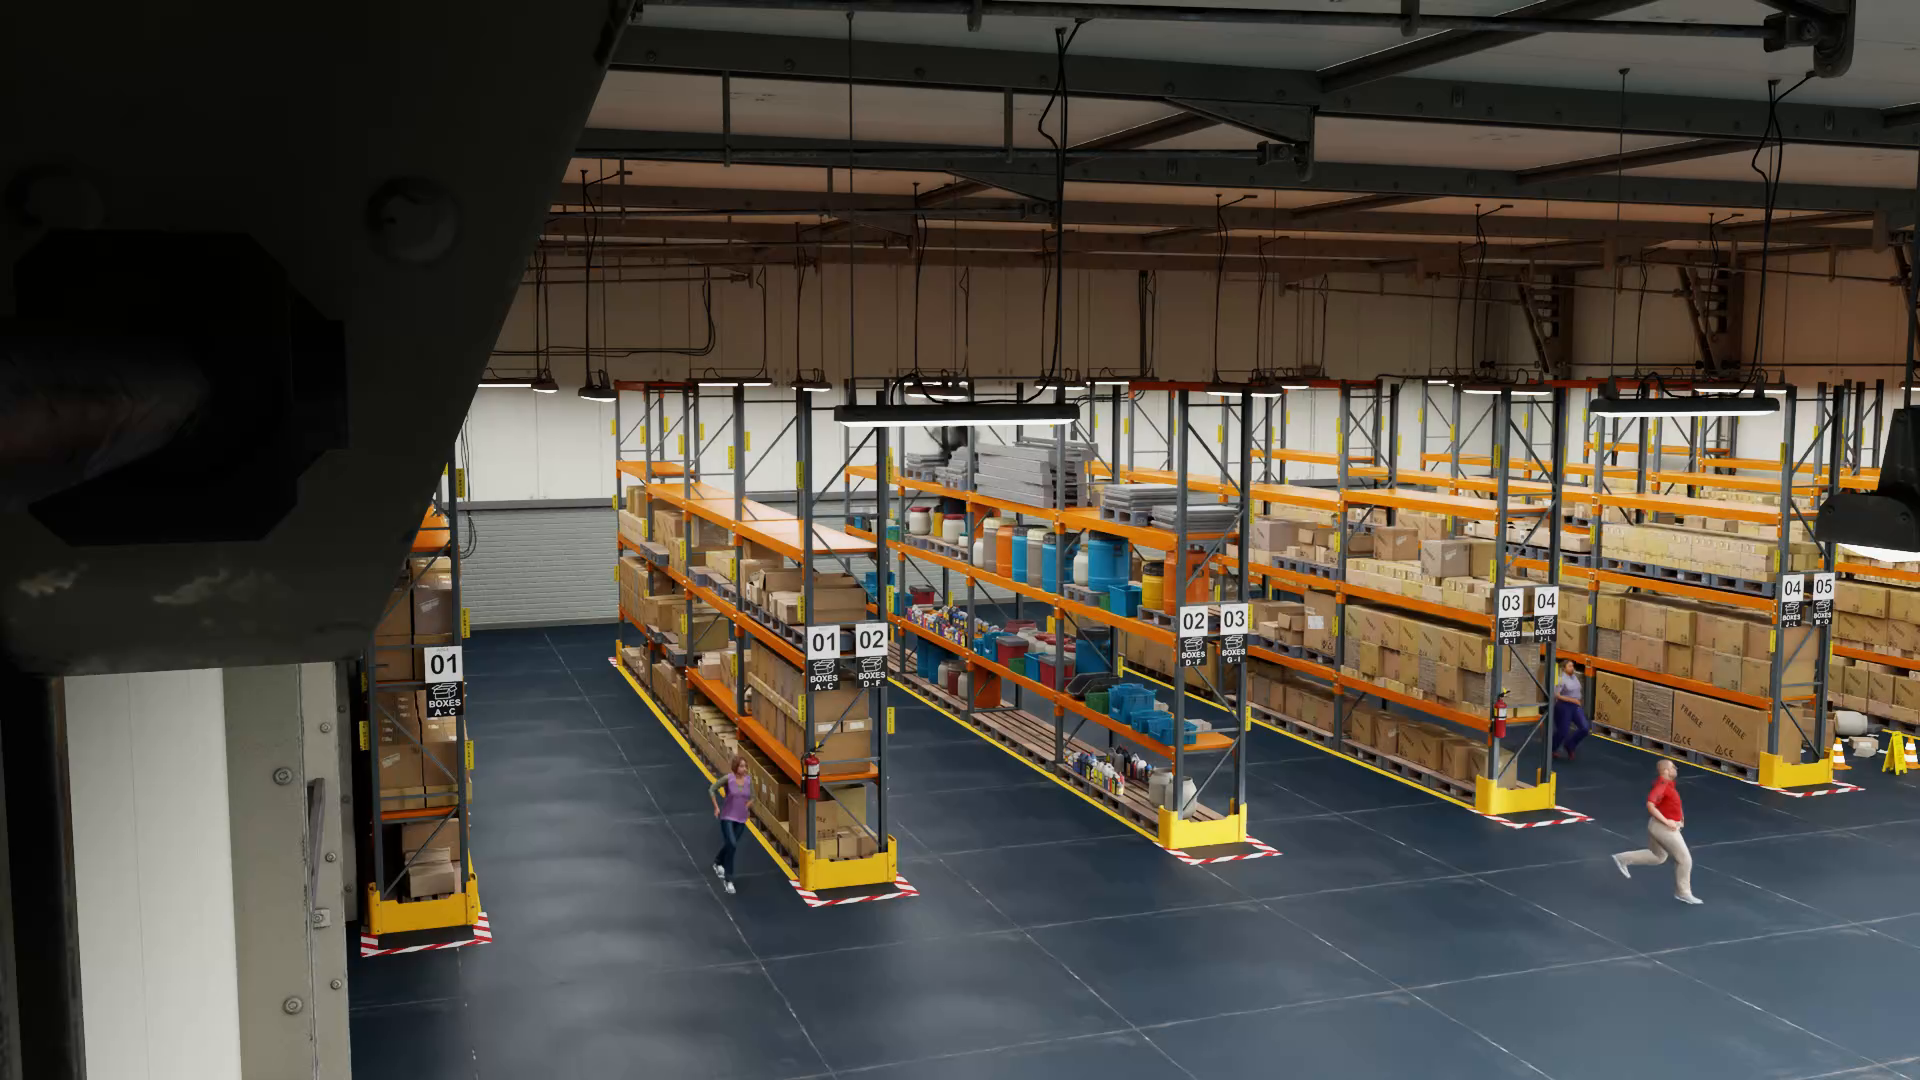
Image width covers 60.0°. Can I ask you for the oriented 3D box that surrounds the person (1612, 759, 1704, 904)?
[{"bbox_3d":[8.295,3.438,19.697,1.012,1.720,0.643,1,6,13],"label":"person"}]

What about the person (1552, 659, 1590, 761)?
[{"bbox_3d":[9.728,2.722,26.589,0.605,1.646,0.637,-3,7,-28],"label":"person"}]

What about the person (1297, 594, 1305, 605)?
[{"bbox_3d":[8.507,1.161,40.878,0.712,1.800,0.681,4,8,36],"label":"person"}]

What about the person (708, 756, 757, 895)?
[{"bbox_3d":[-2.748,3.421,20.244,0.539,1.620,0.762,-4,7,-33],"label":"person"}]
